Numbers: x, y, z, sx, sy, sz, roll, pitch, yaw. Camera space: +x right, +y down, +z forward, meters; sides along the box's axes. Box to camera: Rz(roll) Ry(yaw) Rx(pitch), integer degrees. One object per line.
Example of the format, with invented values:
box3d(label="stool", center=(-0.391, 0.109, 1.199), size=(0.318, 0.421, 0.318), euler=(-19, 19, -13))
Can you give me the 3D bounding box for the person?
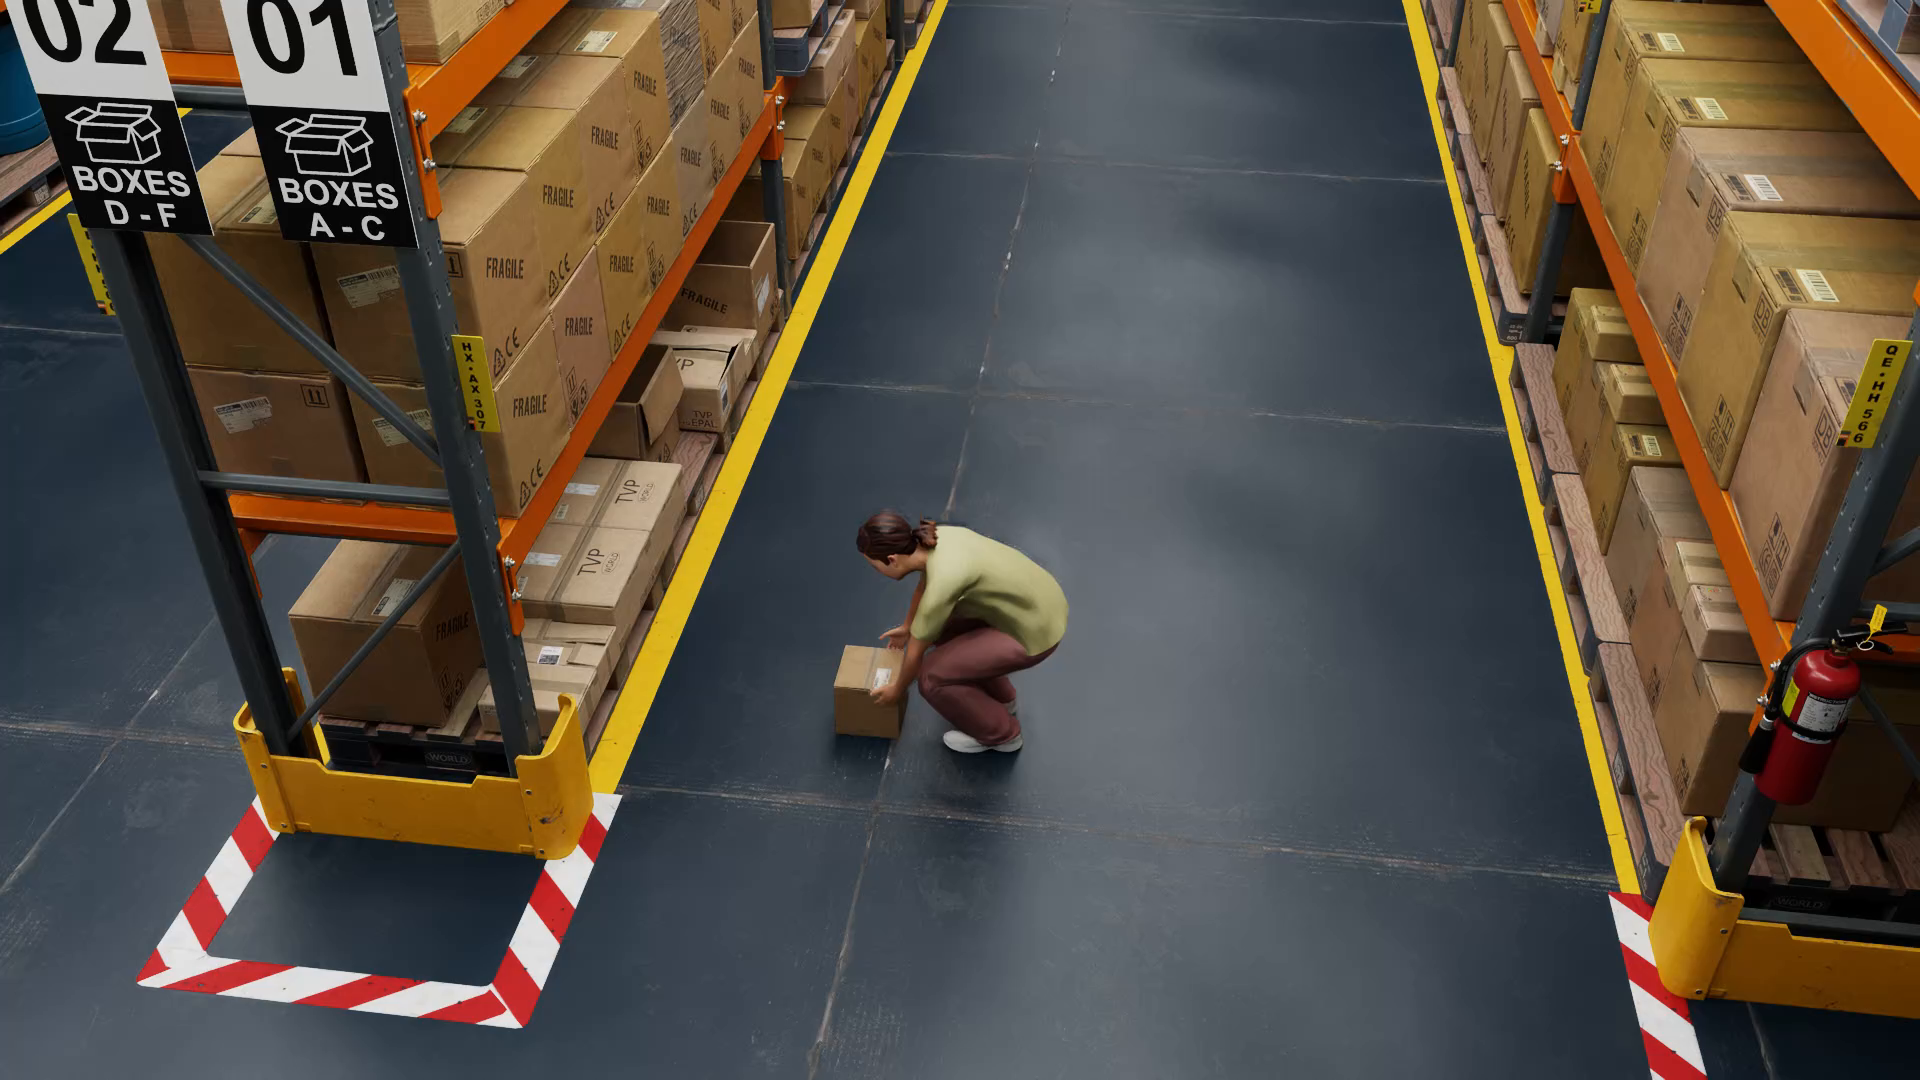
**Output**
box3d(label="person", center=(0.013, 0.336, 6.244), size=(0.777, 1.023, 0.491), euler=(4, 36, 6))
